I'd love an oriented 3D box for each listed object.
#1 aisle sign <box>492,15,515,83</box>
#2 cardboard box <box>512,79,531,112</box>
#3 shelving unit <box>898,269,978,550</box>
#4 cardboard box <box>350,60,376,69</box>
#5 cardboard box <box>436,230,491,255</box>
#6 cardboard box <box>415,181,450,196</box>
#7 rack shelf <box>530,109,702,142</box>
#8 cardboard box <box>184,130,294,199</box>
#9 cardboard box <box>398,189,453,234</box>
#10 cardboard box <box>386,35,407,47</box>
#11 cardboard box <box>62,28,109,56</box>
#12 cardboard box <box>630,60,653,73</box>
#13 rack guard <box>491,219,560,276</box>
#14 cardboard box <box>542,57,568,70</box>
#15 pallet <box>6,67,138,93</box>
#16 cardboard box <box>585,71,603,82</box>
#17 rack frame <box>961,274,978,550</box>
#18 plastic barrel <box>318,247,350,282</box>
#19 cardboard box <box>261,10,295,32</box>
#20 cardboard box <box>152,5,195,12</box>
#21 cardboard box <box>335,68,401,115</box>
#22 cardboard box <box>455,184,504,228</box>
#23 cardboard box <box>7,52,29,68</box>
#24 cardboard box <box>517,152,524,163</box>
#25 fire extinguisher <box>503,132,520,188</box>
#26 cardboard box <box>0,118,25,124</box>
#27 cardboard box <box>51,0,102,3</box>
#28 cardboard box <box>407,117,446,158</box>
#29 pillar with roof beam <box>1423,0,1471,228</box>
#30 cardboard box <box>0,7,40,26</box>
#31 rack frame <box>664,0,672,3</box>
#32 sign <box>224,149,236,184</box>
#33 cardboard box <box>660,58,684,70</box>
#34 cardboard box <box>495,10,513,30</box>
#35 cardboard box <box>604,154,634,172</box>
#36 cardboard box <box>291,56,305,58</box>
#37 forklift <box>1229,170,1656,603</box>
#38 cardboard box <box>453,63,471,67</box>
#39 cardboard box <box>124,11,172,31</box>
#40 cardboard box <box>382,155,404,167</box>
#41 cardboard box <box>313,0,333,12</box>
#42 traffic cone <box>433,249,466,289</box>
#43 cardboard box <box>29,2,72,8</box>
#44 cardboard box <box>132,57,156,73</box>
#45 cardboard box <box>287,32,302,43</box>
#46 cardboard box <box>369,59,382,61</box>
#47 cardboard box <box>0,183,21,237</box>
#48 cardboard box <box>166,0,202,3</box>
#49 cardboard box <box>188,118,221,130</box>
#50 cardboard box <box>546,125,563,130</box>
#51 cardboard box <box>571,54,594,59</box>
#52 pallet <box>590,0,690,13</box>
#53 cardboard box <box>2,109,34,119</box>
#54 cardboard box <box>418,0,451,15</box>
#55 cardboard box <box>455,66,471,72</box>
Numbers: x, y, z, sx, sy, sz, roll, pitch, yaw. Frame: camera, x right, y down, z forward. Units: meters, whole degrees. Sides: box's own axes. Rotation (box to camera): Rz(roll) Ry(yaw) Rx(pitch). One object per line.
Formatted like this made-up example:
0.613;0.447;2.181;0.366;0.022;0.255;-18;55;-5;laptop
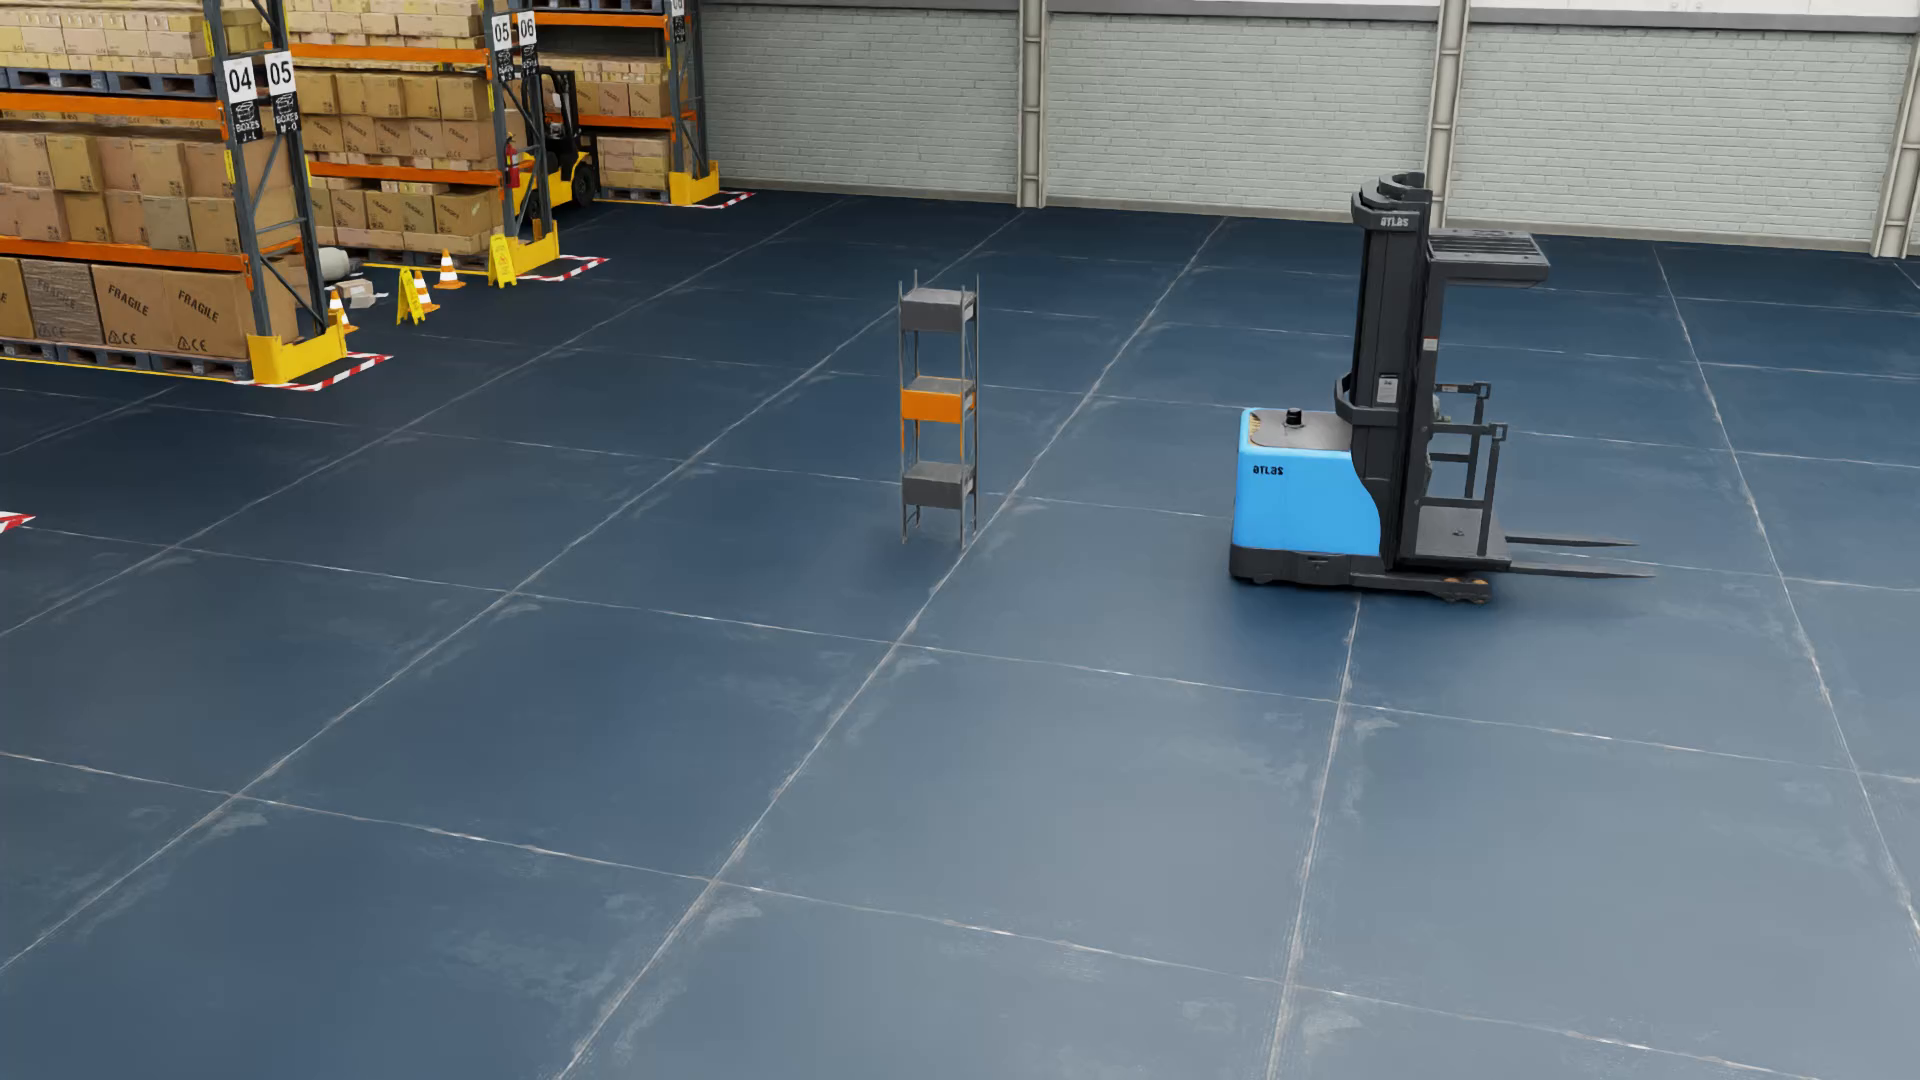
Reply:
-5.682;-6.110;20.693;0.004;0.787;0.394;7;23;16;aisle sign
-6.719;-7.058;26.298;0.500;0.500;0.500;6;23;15;cardboard box
-0.158;-0.990;12.821;0.503;2.100;0.431;7;23;16;shelving unit
-9.680;-7.694;26.994;0.250;0.149;0.380;7;23;16;cardboard box
-6.532;-3.935;21.886;0.500;0.250;0.500;6;23;15;cardboard box
-6.870;-4.598;21.658;0.250;0.149;0.380;7;23;17;cardboard box
-6.142;-6.710;26.528;4.000;0.370;1.077;7;23;16;rack shelf
-7.334;-3.834;16.948;0.550;0.550;0.875;7;23;16;cardboard box
-7.000;-4.338;21.879;0.500;0.500;0.500;7;23;17;cardboard box
-7.047;-6.348;21.076;0.250;0.149;0.380;6;23;15;cardboard box
-8.499;-4.969;16.505;0.500;0.250;0.500;6;23;15;cardboard box
-4.876;-7.286;25.606;0.250;0.149;0.380;7;23;16;cardboard box
-5.730;-3.871;21.954;0.348;0.500;1.175;7;23;16;rack guard
-6.337;-7.470;26.055;0.250;0.149;0.380;7;23;16;cardboard box
-8.875;-4.767;17.009;1.213;0.211;1.003;7;23;16;pallet
-5.627;-7.217;25.831;0.250;0.149;0.380;6;23;14;cardboard box
0.075;-0.963;12.756;0.015;2.100;0.400;7;23;16;rack frame
-8.072;-3.504;21.159;0.512;0.421;0.421;-14;26;-30;plastic barrel
-8.648;-6.713;21.442;0.500;0.250;0.500;6;23;15;cardboard box
-7.944;-5.327;16.852;0.250;0.149;0.380;7;23;16;cardboard box
-7.647;-5.825;21.581;0.500;0.500;0.700;6;23;15;cardboard box
-6.372;-4.480;22.226;0.500;0.500;0.500;6;23;14;cardboard box
-9.350;-4.858;16.760;0.250;0.149;0.380;7;23;16;cardboard box
-5.923;-5.016;21.781;0.250;0.149;0.380;7;23;16;cardboard box
-5.681;-4.804;21.035;0.183;0.674;0.296;7;23;16;fire extinguisher
-10.476;-4.165;17.755;0.550;0.550;0.875;7;23;16;cardboard box
-11.848;-7.175;22.626;0.637;0.503;0.797;7;23;16;cardboard box
-6.734;-5.219;21.423;0.500;0.500;0.500;7;23;16;cardboard box
5.612;-7.123;18.683;0.400;9.000;9.100;7;23;16;pillar with roof beam
-9.351;-5.227;16.608;0.250;0.149;0.380;7;23;15;cardboard box
-4.227;-9.599;24.719;0.127;3.000;1.000;7;23;16;rack frame
-7.160;-3.660;16.306;0.005;0.325;0.100;7;23;16;sign
-4.487;-7.422;25.938;0.250;0.149;0.380;6;23;14;cardboard box
-6.062;-6.627;21.233;0.500;0.250;0.500;6;23;15;cardboard box
-5.260;-5.976;26.201;0.500;0.250;0.500;6;23;15;cardboard box
-11.003;-8.046;27.851;0.250;0.149;0.380;7;23;15;cardboard box
3.575;-1.115;12.031;3.031;2.935;1.130;4;23;9;forklift
-7.837;-7.603;26.380;0.250;0.149;0.380;7;23;17;cardboard box
-7.895;-5.061;16.202;0.250;0.149;0.380;7;23;16;cardboard box
-7.322;-4.981;21.698;0.250;0.149;0.380;6;23;15;cardboard box
-8.017;-6.823;21.183;0.250;0.149;0.380;6;23;15;cardboard box
-6.441;-3.424;20.913;0.334;0.463;0.336;7;23;16;traffic cone
-9.407;-5.494;17.260;0.250;0.149;0.380;7;23;16;cardboard box
-7.894;-4.691;16.353;0.250;0.149;0.380;7;23;16;cardboard box
-8.527;-6.528;21.516;0.250;0.149;0.380;7;23;17;cardboard box
-9.536;-7.884;27.456;0.250;0.149;0.380;6;23;15;cardboard box
-9.930;-3.630;17.874;0.550;0.550;0.875;7;23;16;cardboard box
-10.078;-7.219;21.855;0.500;0.250;0.500;7;23;17;cardboard box
-9.995;-5.803;22.294;0.500;0.500;0.500;6;23;15;cardboard box
-6.560;-6.553;26.949;0.500;0.250;0.500;7;23;16;cardboard box
-5.959;-7.602;26.376;0.250;0.149;0.380;7;23;16;cardboard box
-4.896;-8.257;25.517;1.213;0.211;1.003;7;23;16;pallet
-12.952;-6.141;23.117;0.500;0.500;0.500;6;23;14;cardboard box
-6.552;-6.653;20.770;0.250;0.149;0.380;6;23;15;cardboard box
-7.827;-7.478;26.466;0.250;0.149;0.380;6;23;15;cardboard box
